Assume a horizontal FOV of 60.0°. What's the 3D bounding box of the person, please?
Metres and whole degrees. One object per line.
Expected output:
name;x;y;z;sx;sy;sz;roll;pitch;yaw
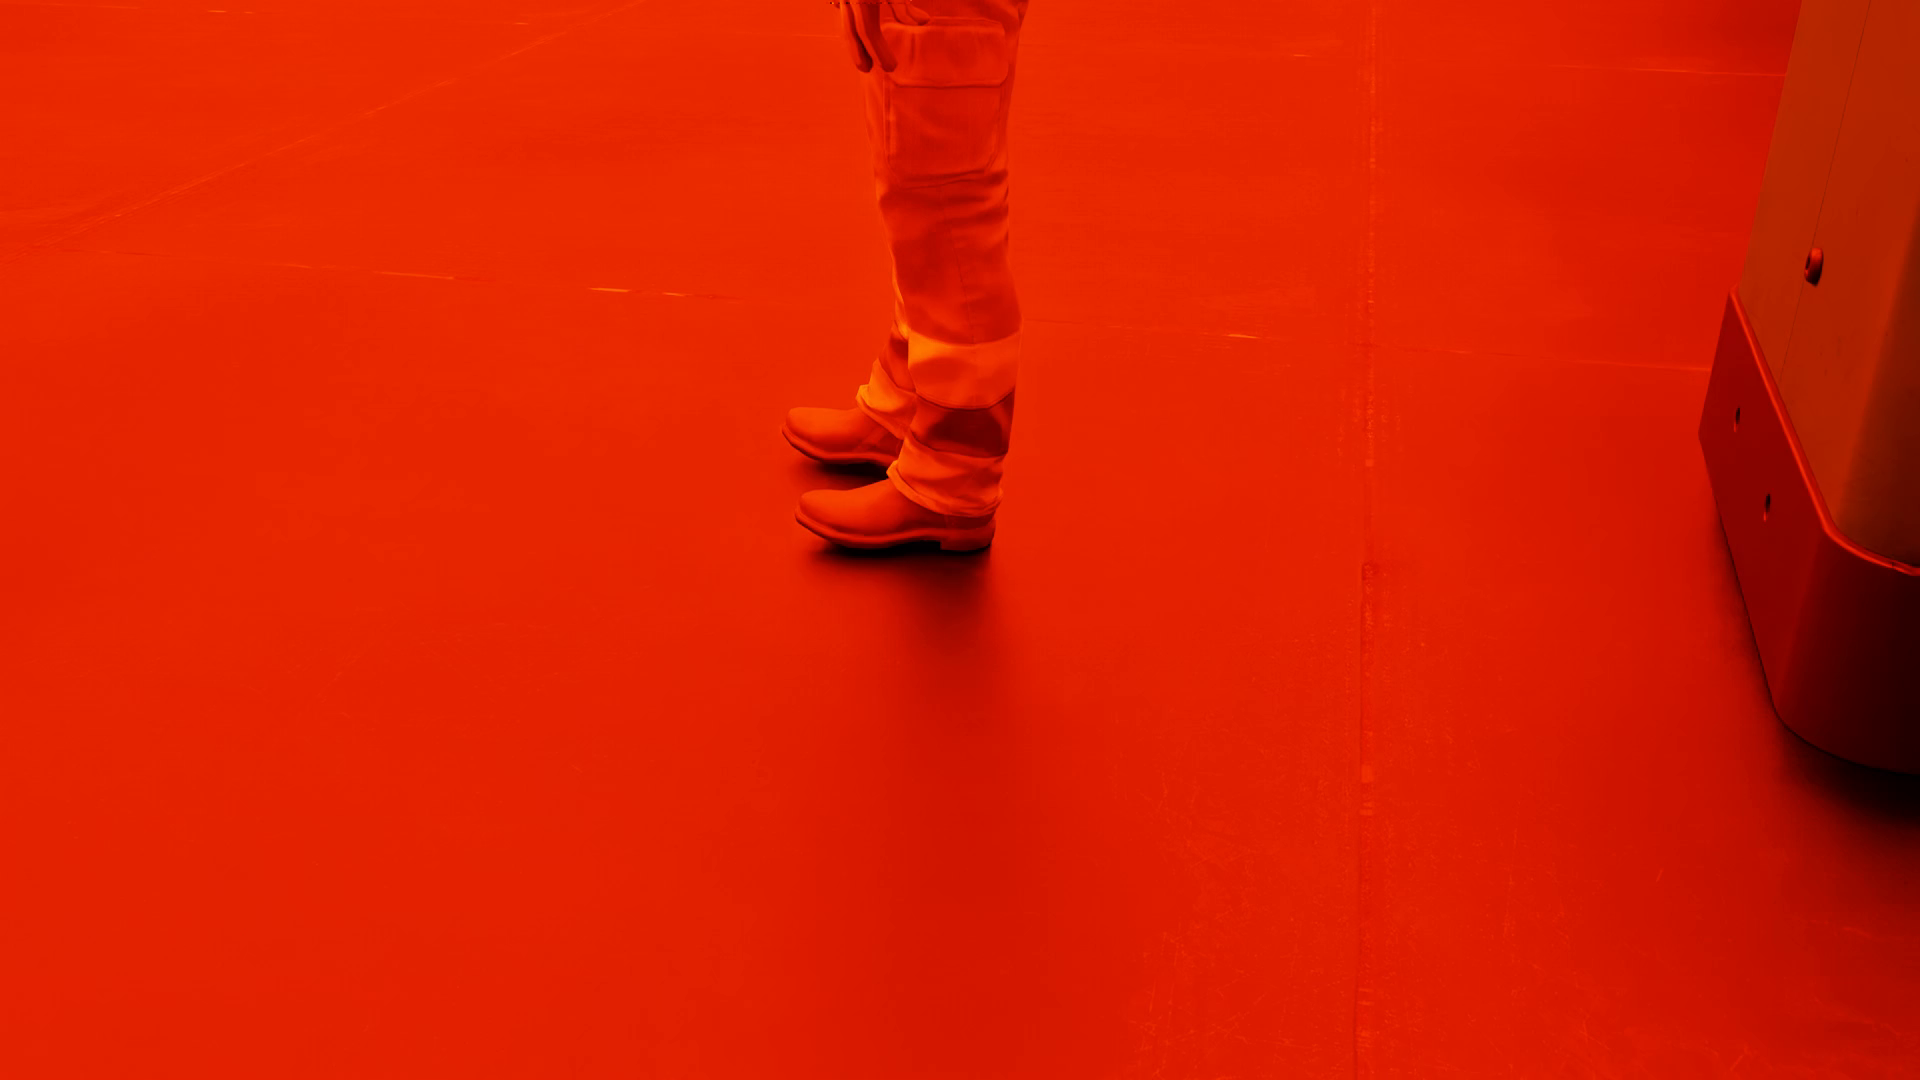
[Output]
person;-0.077;-0.818;2.119;0.562;1.789;0.638;6;27;11

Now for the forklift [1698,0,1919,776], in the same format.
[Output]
forklift;2.526;-1.041;1.309;3.031;2.935;1.130;7;28;14
